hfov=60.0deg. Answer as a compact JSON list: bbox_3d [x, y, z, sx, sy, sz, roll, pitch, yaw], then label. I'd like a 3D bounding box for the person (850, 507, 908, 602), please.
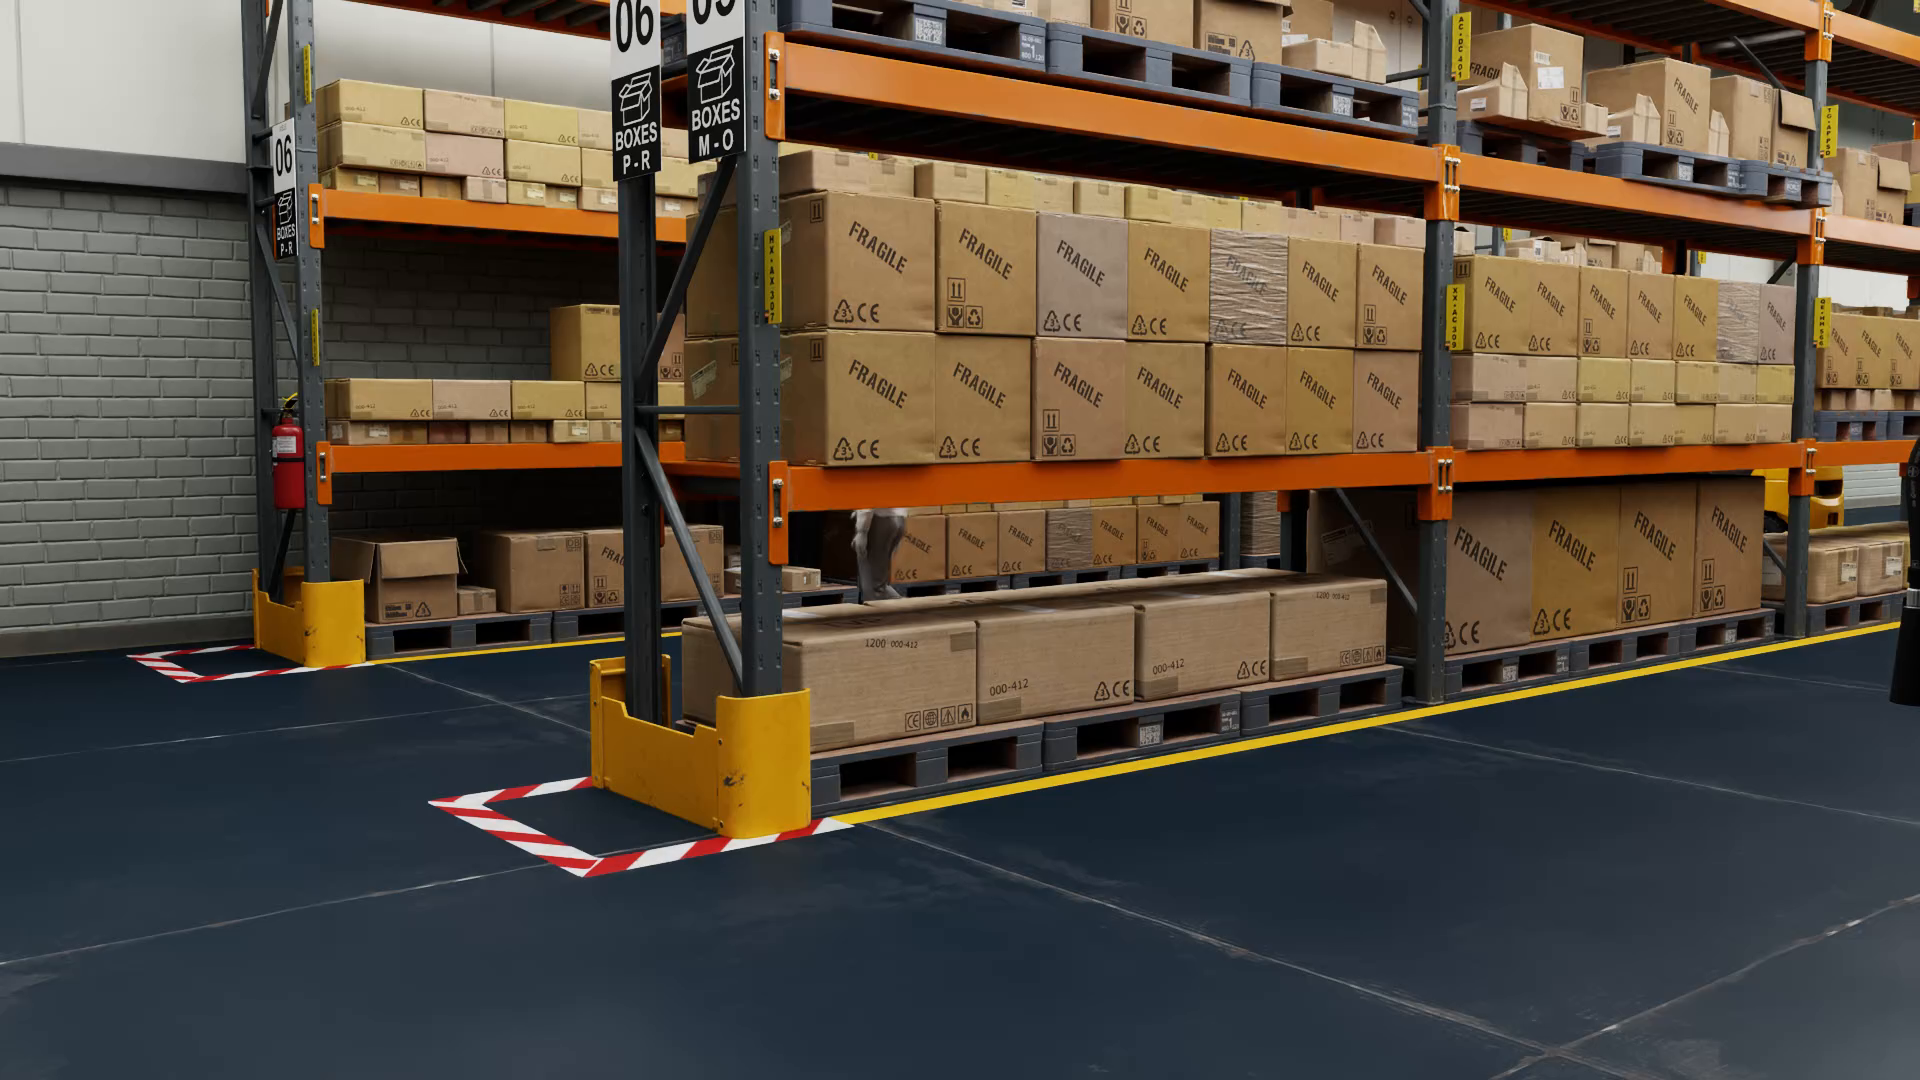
[{"bbox_3d":[-0.430,-0.075,9.535,0.440,1.683,0.514,1,5,18],"label":"person"}]
